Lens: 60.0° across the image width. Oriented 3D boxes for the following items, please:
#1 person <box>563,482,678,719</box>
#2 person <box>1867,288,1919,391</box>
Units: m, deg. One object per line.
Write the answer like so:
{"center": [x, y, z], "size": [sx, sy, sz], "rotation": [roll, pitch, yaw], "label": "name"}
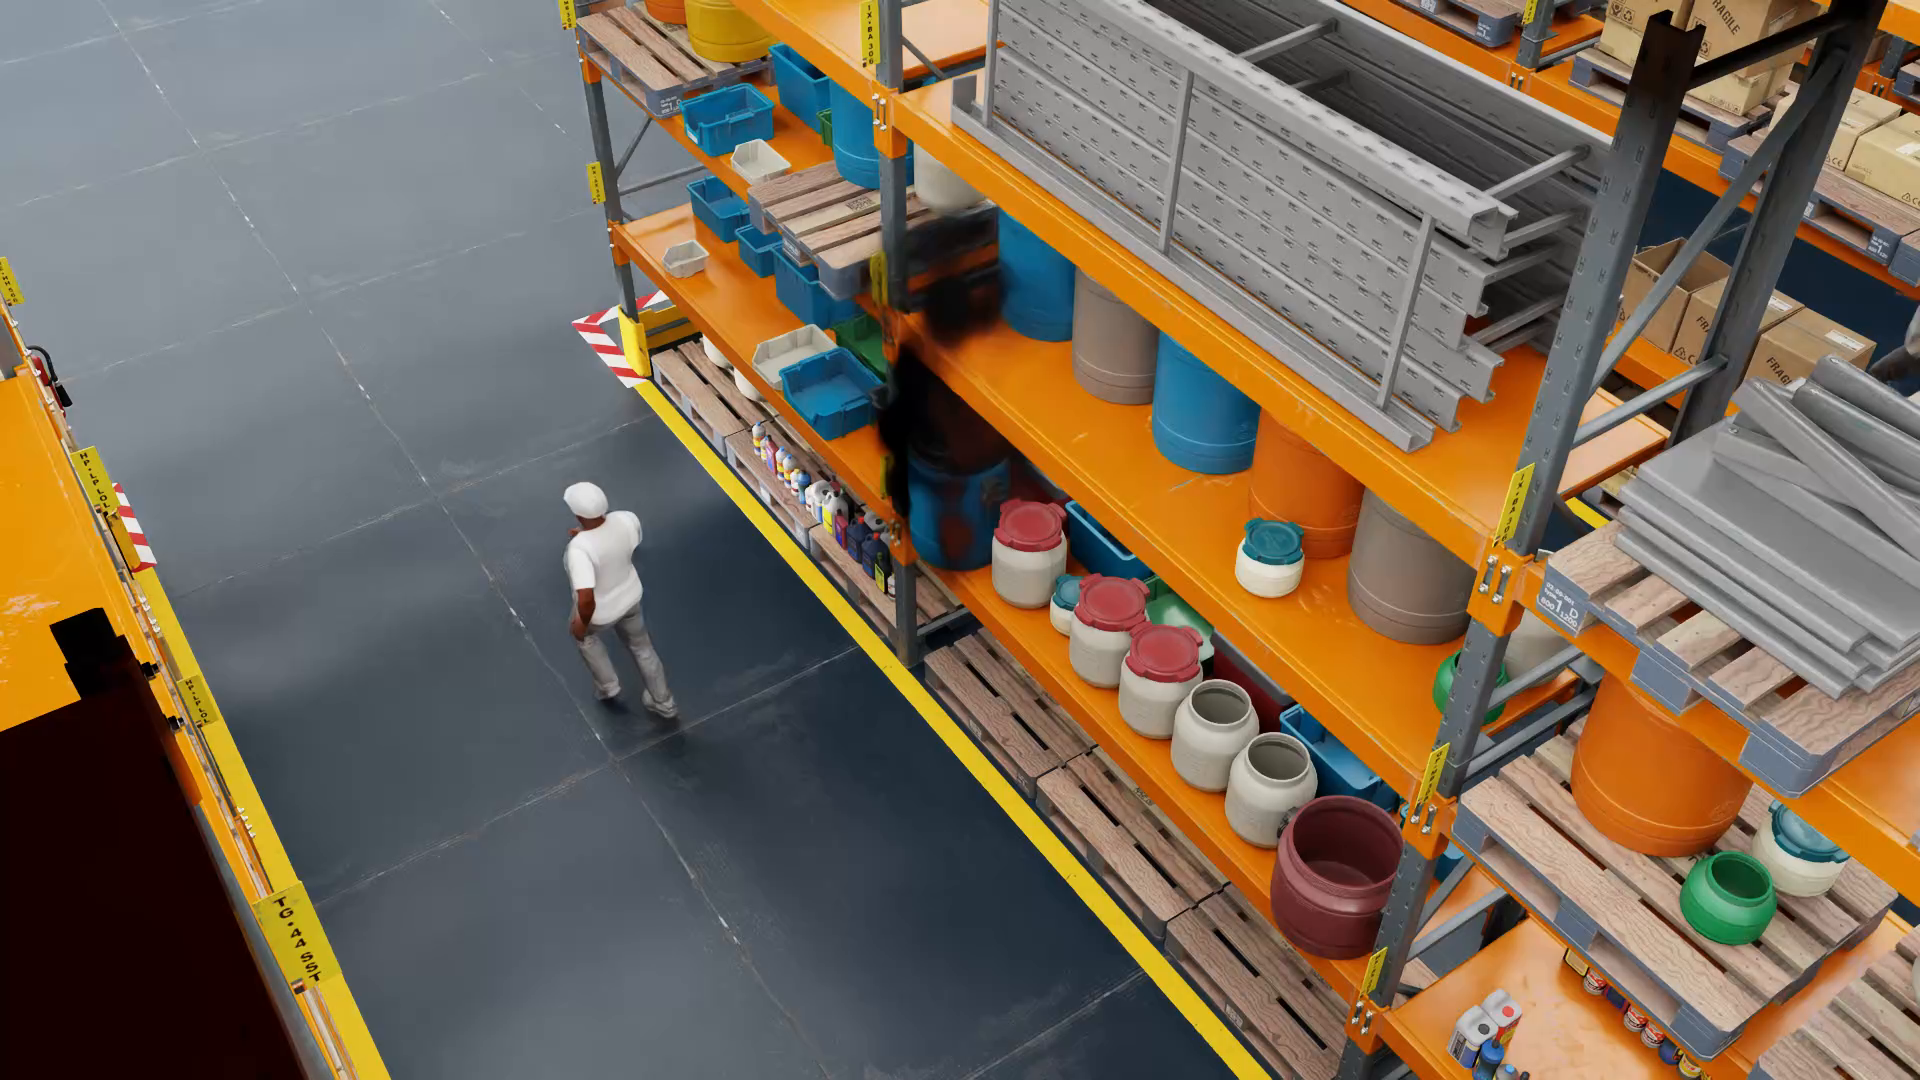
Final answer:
{"center": [-2.131, 0.384, 10.051], "size": [0.826, 1.810, 0.681], "rotation": [30, 51, 29], "label": "person"}
{"center": [6.963, -1.355, 11.934], "size": [0.600, 1.825, 0.834], "rotation": [-22, 47, -22], "label": "person"}
